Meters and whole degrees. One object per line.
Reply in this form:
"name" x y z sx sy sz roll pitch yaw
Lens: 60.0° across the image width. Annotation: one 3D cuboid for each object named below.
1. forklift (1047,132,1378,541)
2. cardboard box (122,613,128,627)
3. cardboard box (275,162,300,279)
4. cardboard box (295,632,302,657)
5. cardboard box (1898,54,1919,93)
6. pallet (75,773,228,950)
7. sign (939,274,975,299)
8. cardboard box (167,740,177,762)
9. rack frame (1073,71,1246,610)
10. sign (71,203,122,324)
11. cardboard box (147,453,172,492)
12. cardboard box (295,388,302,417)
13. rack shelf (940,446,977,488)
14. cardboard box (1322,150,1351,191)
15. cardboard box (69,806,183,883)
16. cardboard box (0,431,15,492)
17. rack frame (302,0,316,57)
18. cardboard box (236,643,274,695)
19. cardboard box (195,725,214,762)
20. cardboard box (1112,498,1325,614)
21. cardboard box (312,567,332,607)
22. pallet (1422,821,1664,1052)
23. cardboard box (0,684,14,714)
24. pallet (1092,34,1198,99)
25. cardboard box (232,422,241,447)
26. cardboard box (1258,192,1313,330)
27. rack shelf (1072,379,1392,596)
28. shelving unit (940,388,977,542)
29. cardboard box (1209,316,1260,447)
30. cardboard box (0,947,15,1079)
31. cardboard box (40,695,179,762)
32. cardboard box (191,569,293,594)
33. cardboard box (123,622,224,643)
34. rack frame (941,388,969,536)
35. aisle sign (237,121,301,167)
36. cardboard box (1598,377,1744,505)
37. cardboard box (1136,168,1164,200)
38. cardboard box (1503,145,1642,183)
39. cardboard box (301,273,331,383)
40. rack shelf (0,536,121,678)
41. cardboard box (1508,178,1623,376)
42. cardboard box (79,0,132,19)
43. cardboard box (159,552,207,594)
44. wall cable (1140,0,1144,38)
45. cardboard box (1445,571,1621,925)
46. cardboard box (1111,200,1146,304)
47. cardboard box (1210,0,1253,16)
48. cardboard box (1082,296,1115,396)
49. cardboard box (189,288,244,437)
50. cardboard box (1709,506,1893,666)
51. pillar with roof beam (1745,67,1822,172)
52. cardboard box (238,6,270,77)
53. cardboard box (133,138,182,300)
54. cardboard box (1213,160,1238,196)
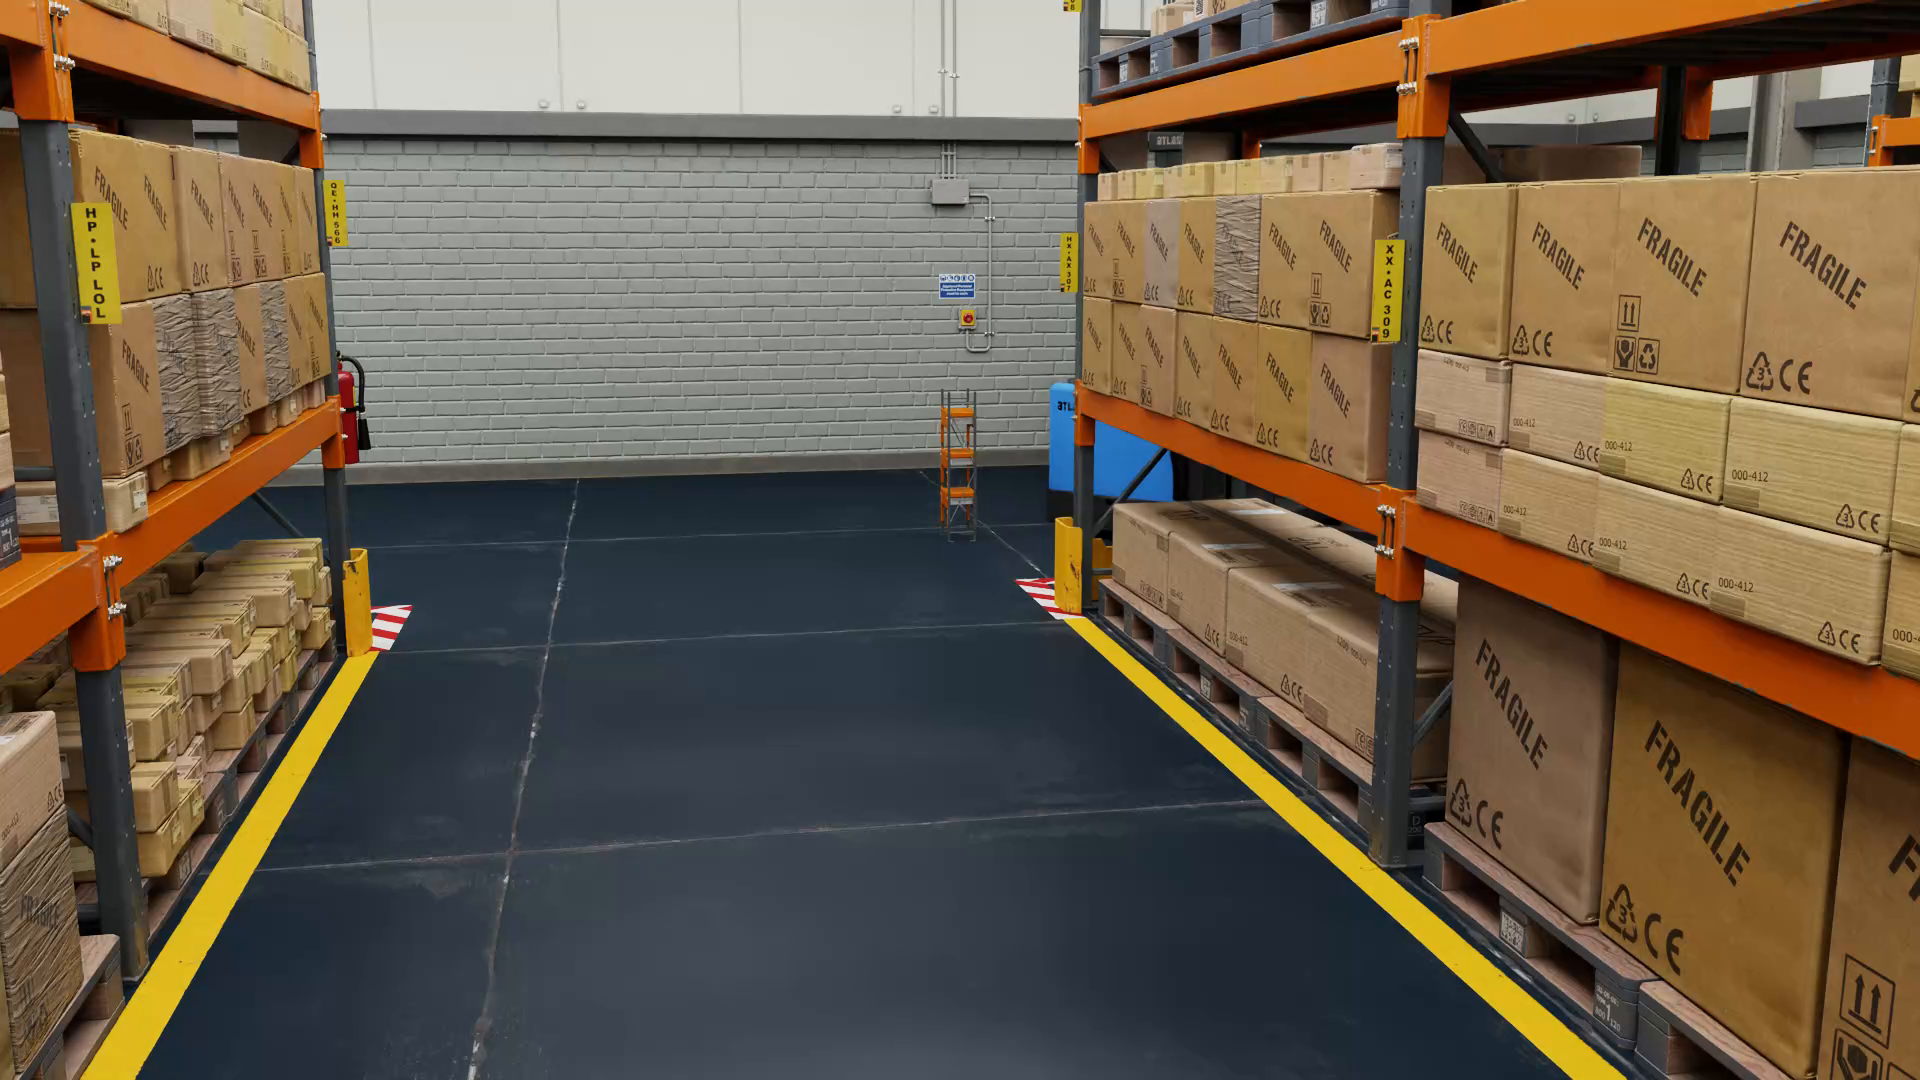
"forklift" 2.116 -1.414 11.288 3.031 2.935 1.130 8 13 35
"cardboard box" -3.496 0.394 6.514 0.380 0.149 0.250 -2 11 -11
"cardboard box" -3.251 -1.418 7.388 0.500 0.500 0.500 -3 11 -13
"cardboard box" -3.259 0.479 7.661 0.380 0.149 0.250 -2 11 -11
"cardboard box" 5.840 -2.734 9.621 0.500 0.250 0.500 -2 11 -12
"pallet" -3.070 1.082 5.447 1.003 0.211 1.213 -2 11 -11
"sign" -0.025 -2.274 14.897 0.327 0.218 0.001 -2 11 -11
"cardboard box" -2.881 0.717 5.610 0.380 0.149 0.250 -2 11 -11
"rack frame" 1.153 -1.098 9.443 1.000 3.000 0.127 -2 11 -11
"sign" -2.361 -0.756 4.547 0.100 0.325 0.005 -2 11 -11
"cardboard box" -2.912 -0.248 5.649 0.380 0.149 0.250 -3 11 -14
"cardboard box" -3.267 -0.634 7.678 0.380 0.149 0.250 -2 11 -12
"rack shelf" -0.010 -0.515 11.652 0.215 0.259 0.240 -2 11 -11
"cardboard box" 1.576 -1.367 6.178 0.380 0.149 0.250 -2 11 -11
"cardboard box" -2.660 0.950 5.185 0.380 0.149 0.250 -3 11 -13
"cardboard box" -2.633 -0.183 4.185 0.380 0.149 0.250 -2 11 -12
"rack frame" -3.682 -3.847 7.839 1.000 3.000 0.127 -2 11 -11
"cardboard box" -2.971 0.522 6.638 0.380 0.149 0.250 -2 11 -10
"cardboard box" -2.996 0.764 6.159 0.380 0.149 0.250 -3 11 -13
"cardboard box" 1.380 0.072 9.027 0.875 0.438 0.875 -3 11 -13
"cardboard box" -3.300 0.235 8.146 0.380 0.149 0.250 -2 11 -13
"pallet" 2.155 1.144 5.121 1.003 0.211 1.213 -2 11 -11
"cardboard box" -3.373 0.589 5.488 0.380 0.149 0.250 -2 11 -12
"pallet" 1.308 -2.392 8.458 1.003 0.211 1.213 -2 11 -11
"cardboard box" -3.110 -0.439 6.653 0.380 0.149 0.250 -2 11 -10
"cardboard box" 1.478 -1.075 6.379 0.500 0.500 0.500 -2 11 -12
"rack shelf" 1.542 -0.378 7.583 1.077 0.370 4.000 -2 11 -11
"shelving unit" -0.010 -0.526 11.650 0.215 1.050 0.252 -2 11 -11
"cardboard box" 1.373 -0.675 6.954 0.500 0.500 0.500 -2 11 -12
"cardboard box" -2.414 1.076 3.581 0.500 0.500 0.500 -2 11 -12
"cardboard box" -2.764 0.613 5.366 0.380 0.149 0.250 -2 11 -8
"cardboard box" -3.175 0.231 7.370 0.380 0.149 0.250 -3 11 -13
"cardboard box" -3.038 0.424 6.355 0.380 0.149 0.250 -3 11 -13
"rack frame" -0.034 -0.548 11.767 0.200 1.050 0.008 -2 11 -11
"aisle sign" -3.402 -2.201 8.285 0.394 0.787 0.004 -2 11 -11
"cardboard box" 1.941 -0.257 4.090 0.500 0.250 0.500 -2 11 -10
"cardboard box" 1.079 -1.737 8.124 0.380 0.149 0.250 -2 11 -13
"cardboard box" 2.125 -1.291 5.779 0.380 0.149 0.250 -2 11 -12
"cardboard box" -3.343 -1.022 7.979 0.500 0.500 0.500 -2 11 -10
"rack shelf" -2.515 0.554 2.686 1.077 0.370 4.000 -2 11 -11
"cardboard box" 1.861 -0.721 4.522 0.500 0.500 0.500 -2 11 -11
"cardboard box" -2.736 -1.660 4.776 0.500 0.250 0.500 -2 11 -8
"cardboard box" -3.742 0.157 7.759 0.380 0.149 0.250 -2 11 -10
"wall cable" 0.509 -5.105 14.451 2.355 3.000 0.029 -2 11 -11
"cardboard box" 2.130 0.584 5.166 0.875 0.875 0.875 -2 11 -9
"cardboard box" 1.075 -1.445 8.327 0.500 0.500 0.500 -2 11 -13
"cardboard box" 1.398 -2.501 7.134 0.500 0.500 0.500 -2 11 -10
"cardboard box" 0.965 -1.049 8.917 0.500 0.500 0.500 -2 11 -11
"cardboard box" -2.919 -0.645 6.002 0.500 0.500 0.500 -2 11 -12
"cardboard box" 2.032 0.081 3.650 0.500 0.250 0.500 -2 11 -12
"pillar with roof beam" 2.159 -4.597 11.782 9.100 9.000 0.400 -2 11 -11
"cardboard box" -3.145 -2.041 6.775 0.500 0.250 0.500 -2 11 -9
"cardboard box" -2.869 -1.038 5.393 0.500 0.500 0.500 -2 11 -13
"cardboard box" 1.310 -1.550 7.139 0.380 0.149 0.250 -2 11 -11
